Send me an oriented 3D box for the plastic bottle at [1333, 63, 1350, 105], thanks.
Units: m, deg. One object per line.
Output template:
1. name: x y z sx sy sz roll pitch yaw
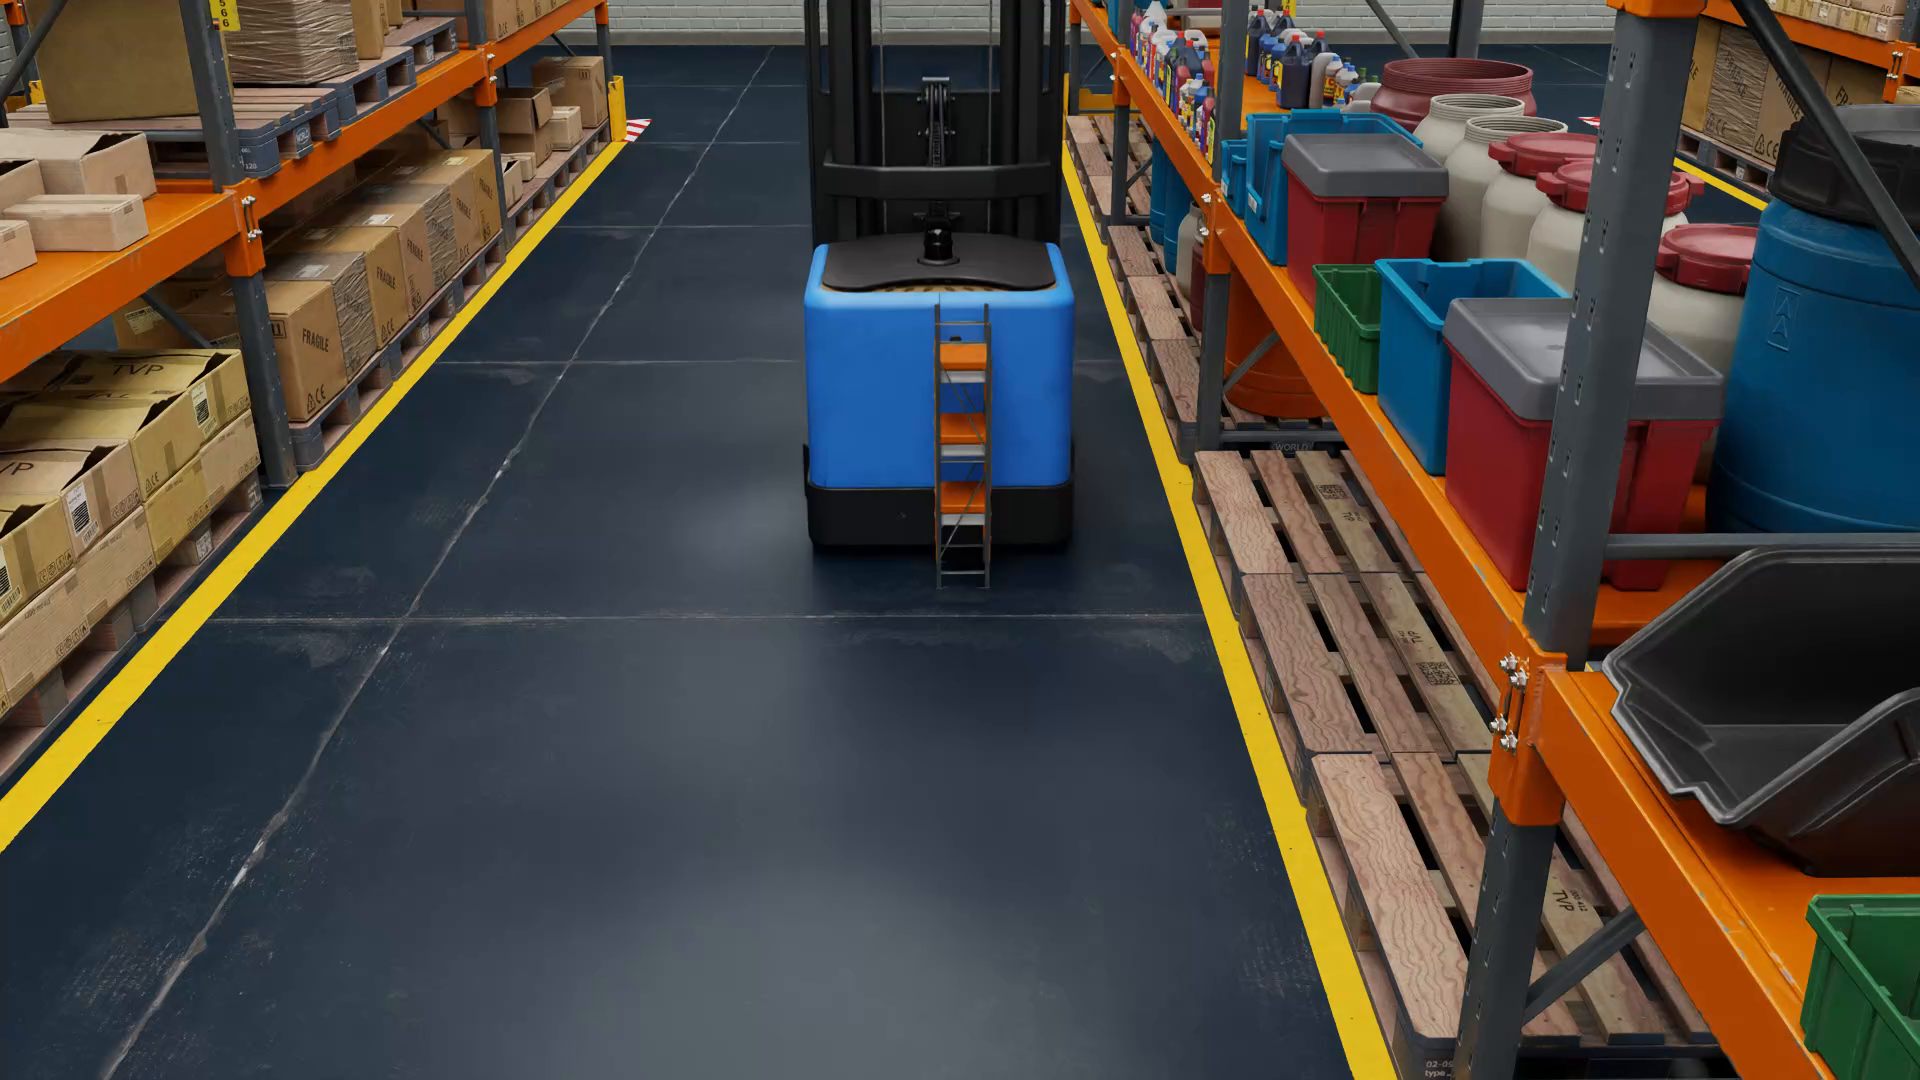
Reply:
1. plastic bottle: 1.868 -2.179 8.085 0.097 0.271 0.097 0 24 0

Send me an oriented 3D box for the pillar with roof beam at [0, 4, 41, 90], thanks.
1. pillar with roof beam: -5.050 -8.743 15.161 9.100 9.000 0.400 0 24 -1

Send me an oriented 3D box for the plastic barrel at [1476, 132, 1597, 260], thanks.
1. plastic barrel: 1.773 -0.919 4.977 0.433 0.535 0.433 0 24 0

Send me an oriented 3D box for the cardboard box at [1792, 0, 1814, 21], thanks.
1. cardboard box: 6.100 -3.734 11.670 0.380 0.149 0.250 0 24 0

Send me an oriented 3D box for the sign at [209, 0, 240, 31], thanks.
1. sign: -2.865 -2.140 6.437 0.100 0.325 0.005 0 24 -1

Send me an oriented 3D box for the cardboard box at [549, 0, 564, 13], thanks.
1. cardboard box: -3.215 -4.141 12.144 0.500 0.500 0.500 -1 24 -1

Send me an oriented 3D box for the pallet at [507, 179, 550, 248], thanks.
1. pallet: -3.470 -2.269 11.512 1.003 0.211 1.213 0 24 -1

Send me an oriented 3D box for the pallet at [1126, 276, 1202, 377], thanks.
1. pallet: 1.473 -1.185 9.114 1.003 0.211 1.213 0 24 -1

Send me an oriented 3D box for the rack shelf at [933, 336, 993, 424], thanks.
1. rack shelf: 0.009 -0.589 6.116 0.215 0.259 0.240 -1 24 -1

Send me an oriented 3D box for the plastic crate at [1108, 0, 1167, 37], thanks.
1. plastic crate: 1.144 -3.489 10.770 0.392 0.384 0.575 0 24 -1

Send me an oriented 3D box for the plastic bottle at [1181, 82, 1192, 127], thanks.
1. plastic bottle: 1.110 -2.087 7.966 0.097 0.201 0.097 0 24 0

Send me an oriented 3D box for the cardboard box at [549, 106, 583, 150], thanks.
1. cardboard box: -3.274 -3.238 13.073 0.500 0.250 0.500 0 24 -1

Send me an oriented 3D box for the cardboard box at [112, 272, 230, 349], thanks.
1. cardboard box: -3.665 -1.055 7.941 0.500 0.500 0.500 1 24 2

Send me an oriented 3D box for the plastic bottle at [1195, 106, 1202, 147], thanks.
1. plastic bottle: 1.116 -1.887 7.522 0.097 0.201 0.097 0 24 0

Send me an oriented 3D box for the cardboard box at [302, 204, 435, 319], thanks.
1. cardboard box: -3.162 -1.497 8.918 0.500 0.500 0.500 -1 24 -2

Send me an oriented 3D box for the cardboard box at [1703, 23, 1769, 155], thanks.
1. cardboard box: 6.496 -3.533 12.991 0.875 0.875 0.875 0 24 -1

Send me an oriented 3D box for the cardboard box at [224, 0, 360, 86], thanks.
1. cardboard box: -3.358 -2.482 7.968 0.700 0.500 0.500 4 25 9

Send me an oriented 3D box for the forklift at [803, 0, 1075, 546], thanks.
1. forklift: -0.110 -1.875 7.340 1.130 2.935 3.031 -1 24 -1

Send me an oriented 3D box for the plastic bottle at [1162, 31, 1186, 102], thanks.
1. plastic bottle: 1.126 -2.440 8.564 0.144 0.351 0.185 0 24 -1

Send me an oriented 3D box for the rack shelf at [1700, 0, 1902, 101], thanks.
1. rack shelf: 6.421 -3.796 12.377 1.077 0.370 4.000 0 24 -1

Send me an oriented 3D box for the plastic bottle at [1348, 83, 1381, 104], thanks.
1. plastic bottle: 1.847 -1.943 7.557 0.152 0.276 0.135 0 24 -1

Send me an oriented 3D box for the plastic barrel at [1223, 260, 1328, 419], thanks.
1. plastic barrel: 1.511 -1.034 7.519 0.600 0.830 0.708 0 24 -1

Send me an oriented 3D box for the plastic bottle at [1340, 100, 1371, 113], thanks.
1. plastic bottle: 1.700 -1.752 7.134 0.152 0.276 0.135 0 24 -1

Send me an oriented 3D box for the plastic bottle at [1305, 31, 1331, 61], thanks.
1. plastic bottle: 1.839 -2.424 8.530 0.144 0.351 0.185 0 24 -1

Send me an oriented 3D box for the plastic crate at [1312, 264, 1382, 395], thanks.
1. plastic crate: 1.276 -0.601 4.696 0.450 0.188 0.662 0 24 -1

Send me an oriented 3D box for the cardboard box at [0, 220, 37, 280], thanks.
1. cardboard box: -3.349 -0.969 5.558 0.380 0.149 0.250 2 24 3

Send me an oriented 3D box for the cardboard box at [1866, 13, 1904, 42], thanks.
1. cardboard box: 6.112 -3.310 10.733 0.380 0.149 0.250 0 24 0

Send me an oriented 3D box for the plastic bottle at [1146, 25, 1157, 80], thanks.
1. plastic bottle: 1.077 -2.706 9.234 0.061 0.283 0.133 0 24 -1

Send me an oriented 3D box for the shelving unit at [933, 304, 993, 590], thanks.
1. shelving unit: 0.009 -0.340 6.228 0.215 1.050 0.252 -1 24 -1

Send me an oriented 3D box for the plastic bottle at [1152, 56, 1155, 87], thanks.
1. plastic bottle: 1.098 -2.565 9.023 0.097 0.201 0.097 0 24 0

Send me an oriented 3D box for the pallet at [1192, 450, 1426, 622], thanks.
1. pallet: 1.503 -0.040 6.581 1.003 0.211 1.213 0 24 -1

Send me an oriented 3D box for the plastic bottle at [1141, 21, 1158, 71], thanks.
1. plastic bottle: 1.092 -2.828 9.519 0.097 0.271 0.097 0 24 0

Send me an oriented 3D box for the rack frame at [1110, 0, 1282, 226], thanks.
1. rack frame: 1.490 -3.278 10.357 1.000 3.000 0.127 0 24 -1

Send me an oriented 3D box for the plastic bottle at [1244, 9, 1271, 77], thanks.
1. plastic bottle: 1.685 -2.801 9.363 0.144 0.351 0.185 0 24 -1

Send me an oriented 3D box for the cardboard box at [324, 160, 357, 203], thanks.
1. cardboard box: -3.691 -2.048 9.227 0.500 0.250 0.500 0 24 0

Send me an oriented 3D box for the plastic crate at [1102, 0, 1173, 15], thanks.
1. plastic crate: 1.209 -3.640 11.419 0.437 0.125 0.590 0 24 -1

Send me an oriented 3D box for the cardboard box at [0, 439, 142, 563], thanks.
1. cardboard box: -3.153 -0.166 5.623 0.500 0.311 0.500 0 24 -1

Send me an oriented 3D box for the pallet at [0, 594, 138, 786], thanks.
1. pallet: -3.439 0.503 5.383 1.003 0.211 1.213 0 24 -1

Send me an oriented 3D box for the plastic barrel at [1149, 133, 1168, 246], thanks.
1. plastic barrel: 1.479 -2.289 10.207 0.600 0.901 0.708 0 24 -1

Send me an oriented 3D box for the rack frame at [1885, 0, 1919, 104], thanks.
1. rack frame: 6.442 -3.300 10.407 1.000 3.000 0.127 0 24 -1

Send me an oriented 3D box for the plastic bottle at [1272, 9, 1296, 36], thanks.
1. plastic bottle: 1.829 -2.802 9.365 0.144 0.351 0.185 0 24 -1

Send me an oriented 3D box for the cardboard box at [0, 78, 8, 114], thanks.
1. cardboard box: -8.353 -3.646 13.695 0.700 0.500 0.500 0 24 -1

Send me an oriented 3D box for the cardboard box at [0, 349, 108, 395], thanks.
1. cardboard box: -3.708 -0.586 6.552 0.500 0.311 0.500 1 24 1

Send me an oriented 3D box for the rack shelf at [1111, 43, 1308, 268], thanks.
1. rack shelf: 1.512 -2.126 8.683 1.077 0.370 4.000 0 24 -1

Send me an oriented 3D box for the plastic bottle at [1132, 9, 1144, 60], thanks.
1. plastic bottle: 1.069 -3.017 9.921 0.061 0.283 0.133 0 24 -1

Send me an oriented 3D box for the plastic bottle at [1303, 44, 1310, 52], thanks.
1. plastic bottle: 1.800 -2.446 8.674 0.097 0.271 0.097 0 24 0

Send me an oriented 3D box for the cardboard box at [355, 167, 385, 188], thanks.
1. cardboard box: -3.685 -1.898 9.807 0.500 0.500 0.500 0 24 0

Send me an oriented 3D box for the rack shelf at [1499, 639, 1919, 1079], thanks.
1. rack shelf: 1.599 1.171 1.395 1.077 0.370 4.000 0 24 -1

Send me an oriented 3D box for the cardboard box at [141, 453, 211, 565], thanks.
1. cardboard box: -3.161 -0.119 6.201 0.500 0.250 0.500 -1 24 -1

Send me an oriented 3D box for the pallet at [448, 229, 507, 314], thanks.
1. pallet: -3.417 -1.651 10.145 1.003 0.211 1.213 0 24 -1

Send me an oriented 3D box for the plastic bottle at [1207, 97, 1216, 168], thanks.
1. plastic bottle: 1.102 -1.741 7.101 0.061 0.283 0.133 0 24 -1

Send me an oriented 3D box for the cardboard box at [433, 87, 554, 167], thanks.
1. cardboard box: -3.489 -3.094 12.447 0.797 0.503 0.637 0 24 -1

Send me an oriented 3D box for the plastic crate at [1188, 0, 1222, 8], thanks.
1. plastic crate: 1.731 -3.703 11.148 0.402 0.464 0.583 0 24 -1
